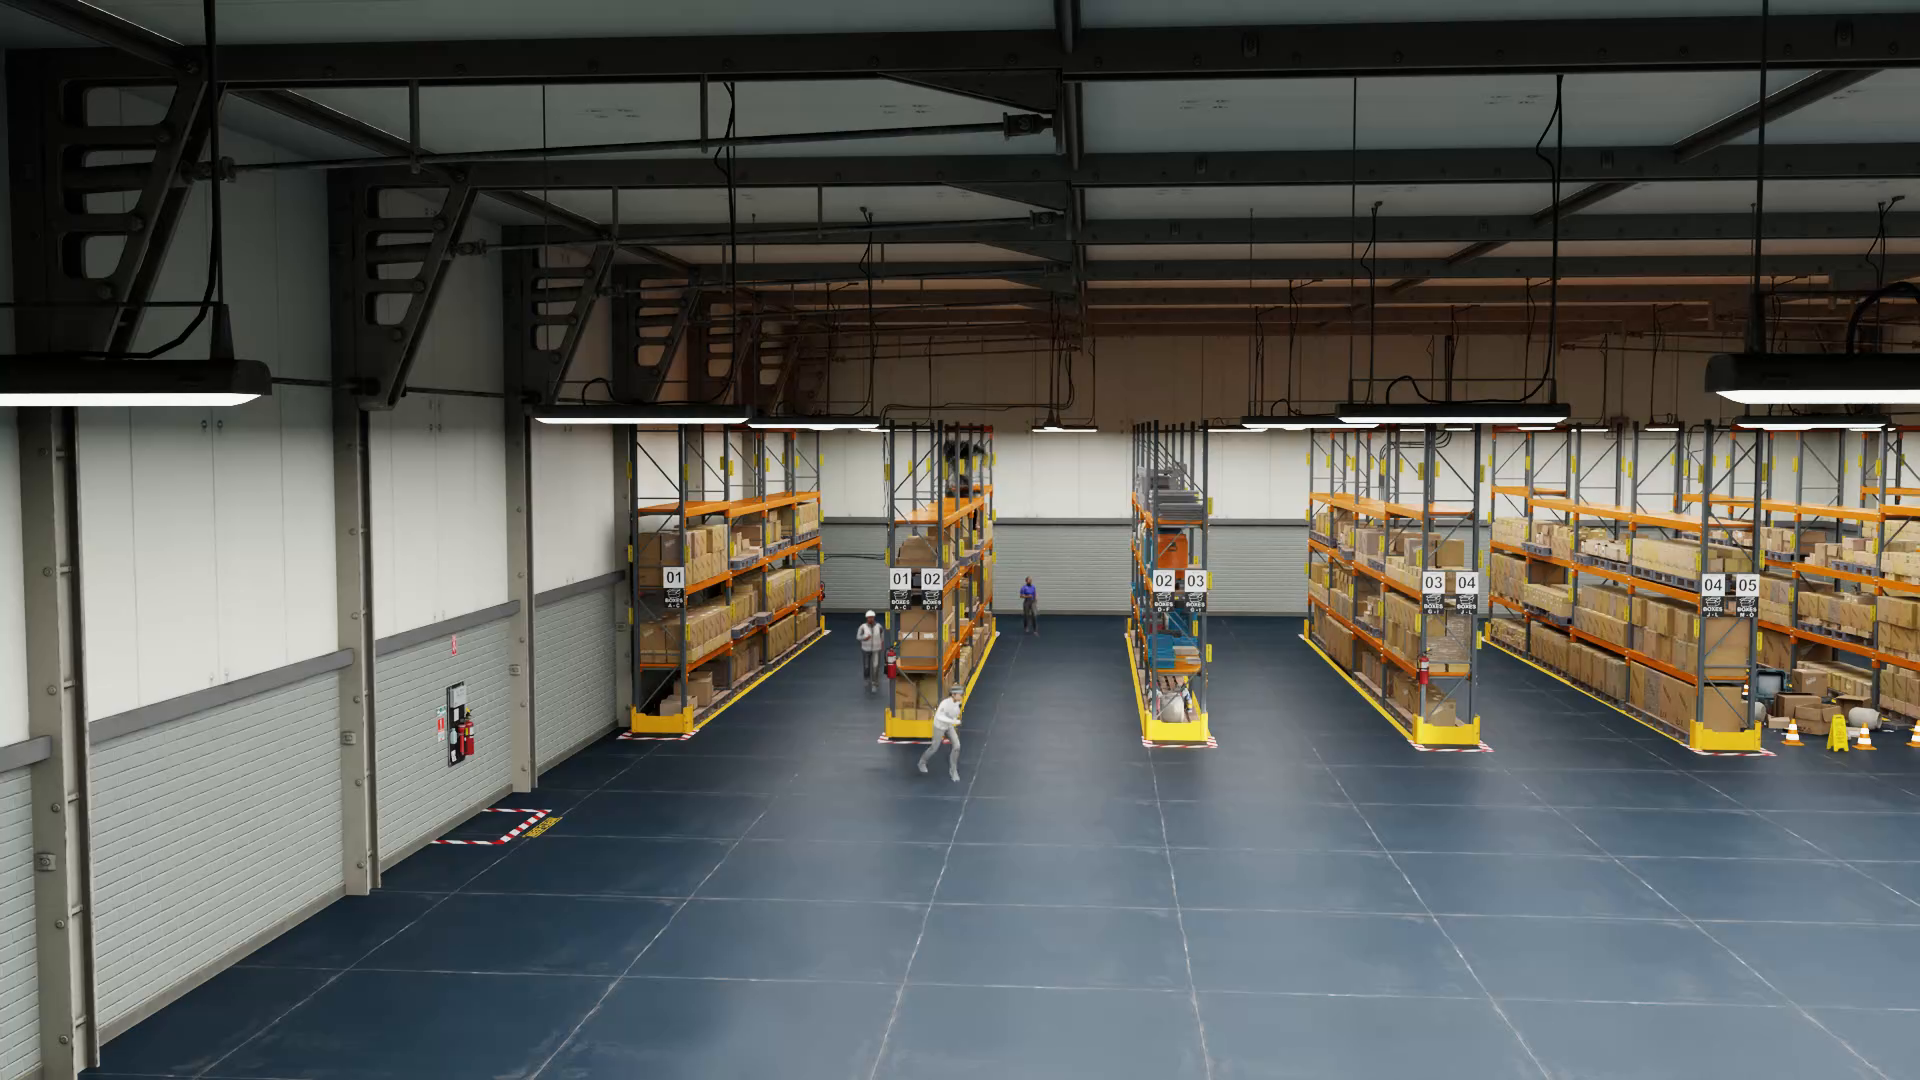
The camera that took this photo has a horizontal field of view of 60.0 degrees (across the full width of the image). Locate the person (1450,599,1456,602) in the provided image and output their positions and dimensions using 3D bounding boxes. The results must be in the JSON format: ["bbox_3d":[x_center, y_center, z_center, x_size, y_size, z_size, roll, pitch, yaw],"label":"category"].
[{"bbox_3d":[13.361,2.001,45.378,0.715,1.730,0.642,0,4,8],"label":"person"}]

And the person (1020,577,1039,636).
[{"bbox_3d":[1.964,1.888,47.681,0.578,1.692,0.822,-1,4,-17],"label":"person"}]

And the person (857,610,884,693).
[{"bbox_3d":[-1.994,2.458,37.136,0.645,1.783,0.948,-1,4,-8],"label":"person"}]

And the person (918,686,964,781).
[{"bbox_3d":[-0.311,3.204,27.775,0.956,1.621,0.657,3,5,39],"label":"person"}]

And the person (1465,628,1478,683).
[{"bbox_3d":[11.736,2.439,38.831,0.660,1.716,1.019,0,4,0],"label":"person"}]
